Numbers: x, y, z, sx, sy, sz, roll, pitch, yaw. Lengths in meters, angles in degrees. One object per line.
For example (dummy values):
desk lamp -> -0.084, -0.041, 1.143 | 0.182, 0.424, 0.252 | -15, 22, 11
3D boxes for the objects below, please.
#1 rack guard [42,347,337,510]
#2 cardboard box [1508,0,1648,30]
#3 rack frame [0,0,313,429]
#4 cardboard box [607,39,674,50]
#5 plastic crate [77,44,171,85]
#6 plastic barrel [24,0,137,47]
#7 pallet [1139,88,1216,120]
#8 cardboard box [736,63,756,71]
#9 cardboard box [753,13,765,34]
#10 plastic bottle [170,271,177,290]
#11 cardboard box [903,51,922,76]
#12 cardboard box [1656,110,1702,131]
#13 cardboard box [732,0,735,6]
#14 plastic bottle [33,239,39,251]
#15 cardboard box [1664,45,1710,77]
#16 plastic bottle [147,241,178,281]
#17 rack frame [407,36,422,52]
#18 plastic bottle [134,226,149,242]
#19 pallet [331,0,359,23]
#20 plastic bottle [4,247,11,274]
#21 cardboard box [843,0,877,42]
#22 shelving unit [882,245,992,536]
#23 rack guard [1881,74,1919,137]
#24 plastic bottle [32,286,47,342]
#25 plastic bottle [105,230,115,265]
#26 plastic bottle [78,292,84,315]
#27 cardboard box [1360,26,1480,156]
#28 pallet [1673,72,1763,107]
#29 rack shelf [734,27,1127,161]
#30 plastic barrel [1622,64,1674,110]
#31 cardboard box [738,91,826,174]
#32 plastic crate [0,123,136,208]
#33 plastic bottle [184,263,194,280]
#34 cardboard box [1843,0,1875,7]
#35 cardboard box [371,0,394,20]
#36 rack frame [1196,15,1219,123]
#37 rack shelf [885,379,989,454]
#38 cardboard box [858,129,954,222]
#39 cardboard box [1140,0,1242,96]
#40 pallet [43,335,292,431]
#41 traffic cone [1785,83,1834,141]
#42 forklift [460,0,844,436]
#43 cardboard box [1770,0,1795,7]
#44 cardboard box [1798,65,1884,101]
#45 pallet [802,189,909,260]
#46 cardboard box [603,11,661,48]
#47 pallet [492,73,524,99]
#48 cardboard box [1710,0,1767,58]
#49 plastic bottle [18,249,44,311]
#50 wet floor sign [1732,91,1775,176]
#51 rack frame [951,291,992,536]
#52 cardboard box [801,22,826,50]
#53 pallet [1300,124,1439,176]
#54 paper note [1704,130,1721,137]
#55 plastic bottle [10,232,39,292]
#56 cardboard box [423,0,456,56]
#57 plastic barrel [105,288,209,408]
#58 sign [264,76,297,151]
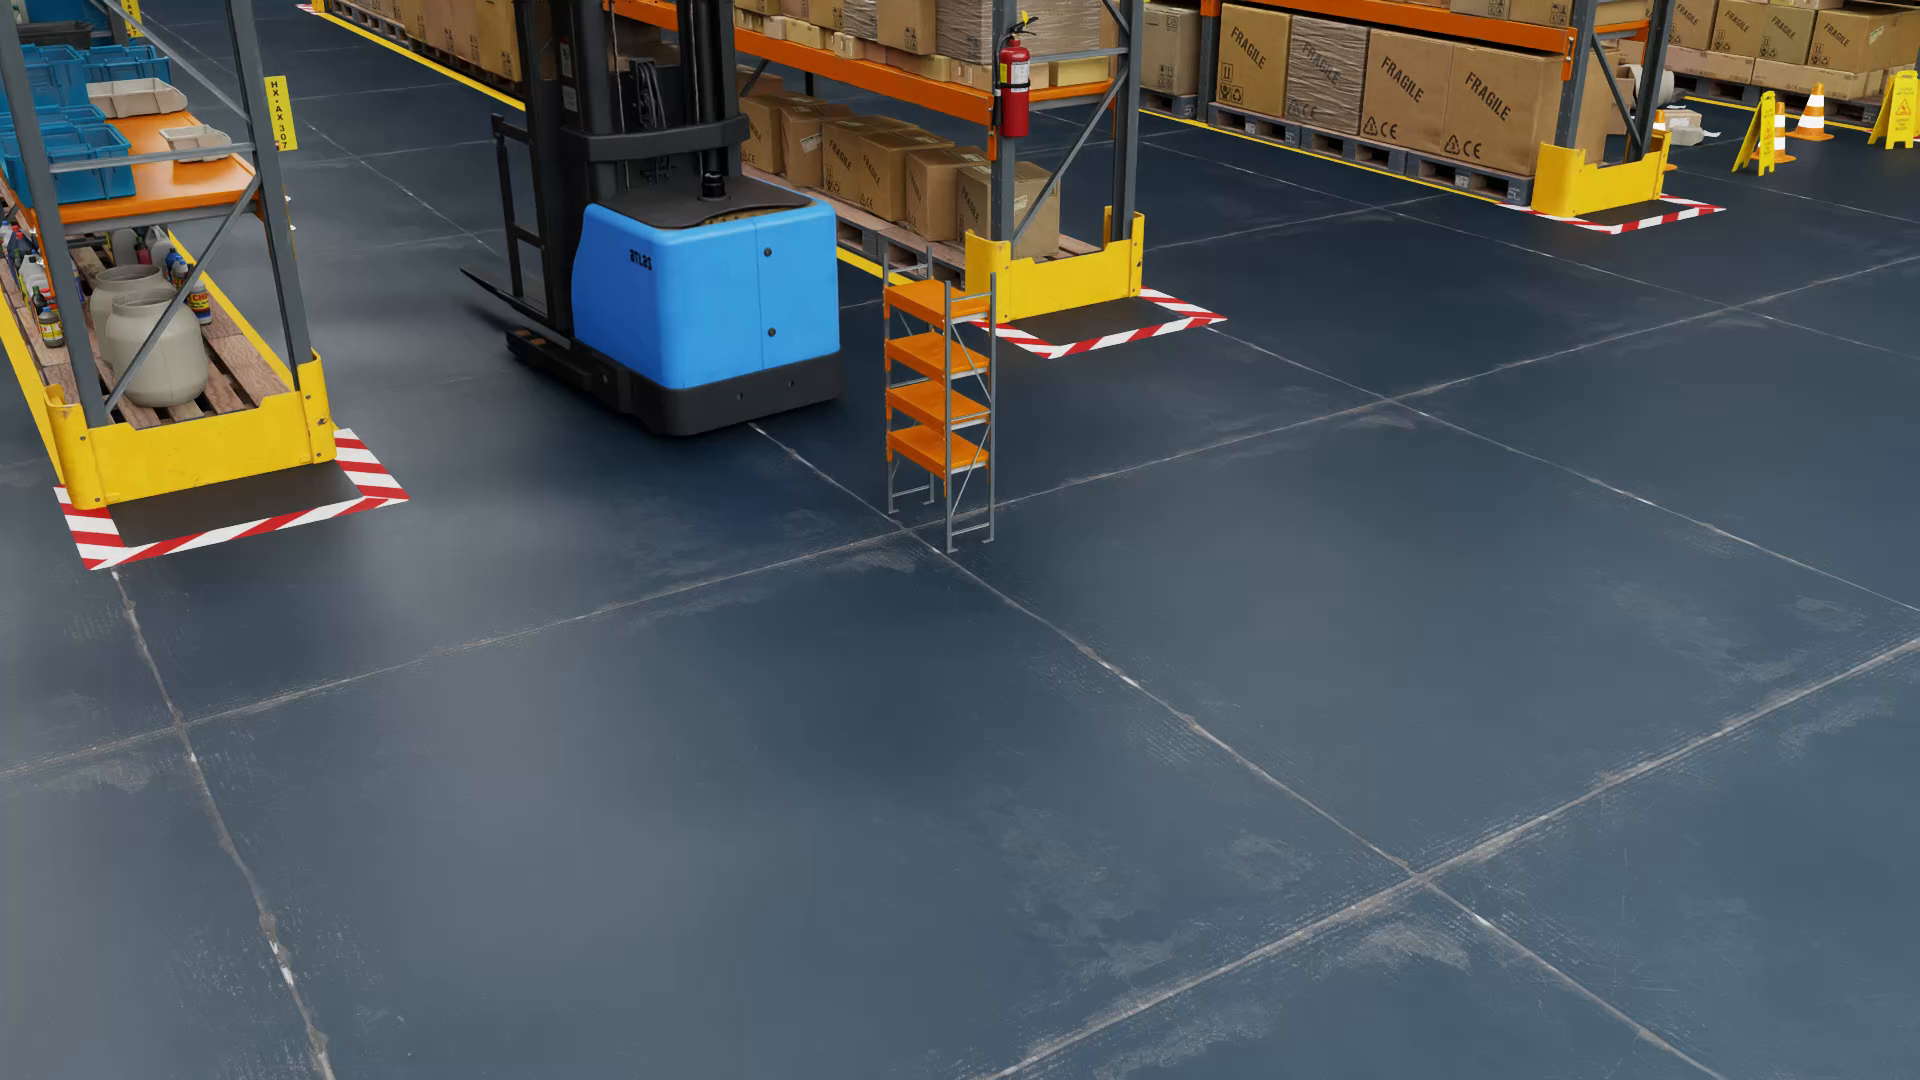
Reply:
rack guard -> -3.599, -0.548, 7.825 | 1.175, 0.500, 0.348 | -16, 29, -30
cardboard box -> 4.602, -4.126, 12.301 | 0.875, 0.550, 0.550 | -16, 29, -30
rack frame -> -3.518, -1.662, 7.257 | 1.000, 3.000, 0.127 | -16, 29, -30
cardboard box -> -3.039, -4.316, 15.292 | 0.700, 0.500, 0.500 | -18, 31, -34
plastic crate -> -4.870, -2.693, 9.615 | 0.499, 0.251, 0.616 | -16, 29, -30
plastic barrel -> -5.658, -3.528, 10.623 | 0.600, 0.901, 0.708 | -16, 29, -30
pallet -> 2.175, -4.364, 16.248 | 1.003, 0.211, 1.213 | -16, 29, -30
cardboard box -> -2.113, -3.715, 14.019 | 0.700, 0.500, 0.500 | -16, 29, -30
cardboard box -> -1.257, -3.724, 11.919 | 0.380, 0.149, 0.250 | -16, 29, -30
plastic bottle -> -4.542, -1.511, 9.699 | 0.097, 0.201, 0.097 | 0, 25, 0
cardboard box -> -0.136, -3.017, 10.421 | 0.380, 0.149, 0.250 | -16, 29, -30
cardboard box -> 6.528, -3.835, 15.199 | 0.380, 0.149, 0.250 | -1, 25, -3
cardboard box -> -1.358, -4.252, 12.277 | 0.875, 0.500, 0.500 | -16, 29, -30
plastic bottle -> -5.488, -1.742, 10.014 | 0.144, 0.351, 0.185 | -16, 29, -30
cardboard box -> 7.440, -4.852, 16.743 | 0.500, 0.250, 0.500 | -16, 30, -30
plastic bottle -> -4.742, -1.654, 9.915 | 0.152, 0.276, 0.135 | -15, 29, -29
rack frame -> -5.919, -7.109, 18.794 | 1.000, 3.000, 0.127 | -16, 29, -30
plastic bottle -> -5.004, -1.862, 10.269 | 0.144, 0.351, 0.185 | -17, 30, -32
pallet -> -7.600, -7.010, 21.853 | 1.003, 0.211, 1.213 | -16, 29, -30
plastic bottle -> -5.784, -1.738, 10.180 | 0.097, 0.201, 0.097 | 0, 25, 0
cardboard box -> -0.255, -3.539, 10.768 | 0.875, 0.500, 0.500 | -16, 29, -30
shelving unit -> -0.092, -0.603, 7.121 | 0.258, 1.200, 0.499 | -16, 29, -30
rack guard -> 8.894, -4.023, 15.186 | 1.175, 0.500, 0.348 | -16, 29, -30
plastic bottle -> -4.967, -1.225, 8.998 | 0.061, 0.283, 0.133 | -15, 29, -28
plastic bottle -> -5.229, -1.897, 10.343 | 0.144, 0.351, 0.185 | -16, 29, -30
plastic bottle -> -4.984, -1.332, 9.321 | 0.097, 0.201, 0.097 | 0, 25, 0
cardboard box -> 3.935, -3.707, 13.585 | 0.875, 0.875, 0.875 | -16, 30, -30
pallet -> 7.818, -4.627, 16.804 | 1.003, 0.211, 1.213 | -16, 29, -30
rack shelf -> -0.460, -3.206, 11.371 | 1.077, 0.370, 4.000 | -16, 29, -30
plastic barrel -> 6.539, -4.347, 15.962 | 0.512, 0.421, 0.421 | 3, 25, 6
cardboard box -> -1.367, -3.154, 12.854 | 0.500, 0.500, 0.500 | -17, 30, -31
plastic crate -> -4.042, -1.704, 7.521 | 0.499, 0.251, 0.616 | -16, 29, -30
plastic bottle -> -4.355, -1.439, 9.451 | 0.061, 0.283, 0.133 | -15, 29, -29
cardboard box -> 8.424, -4.959, 16.091 | 0.500, 0.500, 0.500 | -17, 30, -31
cardboard box -> -6.703, -6.914, 20.380 | 0.875, 0.875, 0.875 | -16, 29, -30
rack frame -> 2.659, -5.367, 15.105 | 1.000, 3.000, 0.127 | -16, 29, -30
rack shelf -> -0.090, -0.541, 7.148 | 0.258, 0.148, 0.480 | -16, 29, -30
cardboard box -> -0.376, -2.537, 11.547 | 0.500, 0.500, 0.500 | -13, 28, -25
cardboard box -> 2.245, -4.741, 15.922 | 1.050, 0.750, 0.750 | -16, 29, -30
pallet -> -4.038, -0.709, 8.505 | 1.003, 0.211, 1.213 | -16, 29, -30
traffic cone -> 7.620, -3.832, 14.825 | 0.336, 0.463, 0.334 | -16, 29, -30
forklift -> 4.323, -5.184, 14.799 | 18.991, 2.935, 5.636 | -18, 31, -34
cardboard box -> 7.888, -5.137, 15.709 | 0.380, 0.149, 0.250 | -15, 29, -29
cardboard box -> 8.255, -4.307, 15.590 | 0.500, 0.250, 0.500 | -16, 29, -30
pallet -> -0.485, -2.317, 11.912 | 1.003, 0.211, 1.213 | -16, 29, -30
cardboard box -> -3.046, -4.666, 15.154 | 0.500, 0.250, 0.500 | -12, 28, -24
pallet -> -4.102, -4.716, 16.994 | 1.003, 0.211, 1.213 | -16, 29, -30
cardboard box -> 7.722, -5.005, 16.190 | 0.500, 0.500, 0.500 | -16, 30, -31
plastic bottle -> -5.273, -1.489, 9.478 | 0.144, 0.351, 0.185 | -16, 30, -30
wet floor sign -> 6.518, -3.323, 13.532 | 0.267, 0.644, 0.232 | -22, 33, -38
rack frame -> 0.043, -0.515, 6.935 | 0.228, 1.046, 0.006 | -16, 29, -30
cardboard box -> -0.856, -3.453, 11.345 | 0.380, 0.149, 0.250 | -16, 29, -30
pallet -> 3.679, -3.379, 14.160 | 1.003, 0.211, 1.213 | -16, 29, -30
paper note -> 6.751, -3.658, 14.962 | 0.142, 0.019, 0.148 | 18, 31, 33
plastic bottle -> -5.505, -1.641, 9.800 | 0.144, 0.351, 0.185 | -17, 30, -32
cardboard box -> -5.064, -5.794, 18.007 | 1.225, 0.875, 0.875 | -17, 30, -31
plastic barrel -> -3.941, -0.945, 8.160 | 0.421, 0.512, 0.421 | 0, 25, 0
sign -> -3.055, -1.914, 7.467 | 0.100, 0.325, 0.005 | -16, 29, -30
